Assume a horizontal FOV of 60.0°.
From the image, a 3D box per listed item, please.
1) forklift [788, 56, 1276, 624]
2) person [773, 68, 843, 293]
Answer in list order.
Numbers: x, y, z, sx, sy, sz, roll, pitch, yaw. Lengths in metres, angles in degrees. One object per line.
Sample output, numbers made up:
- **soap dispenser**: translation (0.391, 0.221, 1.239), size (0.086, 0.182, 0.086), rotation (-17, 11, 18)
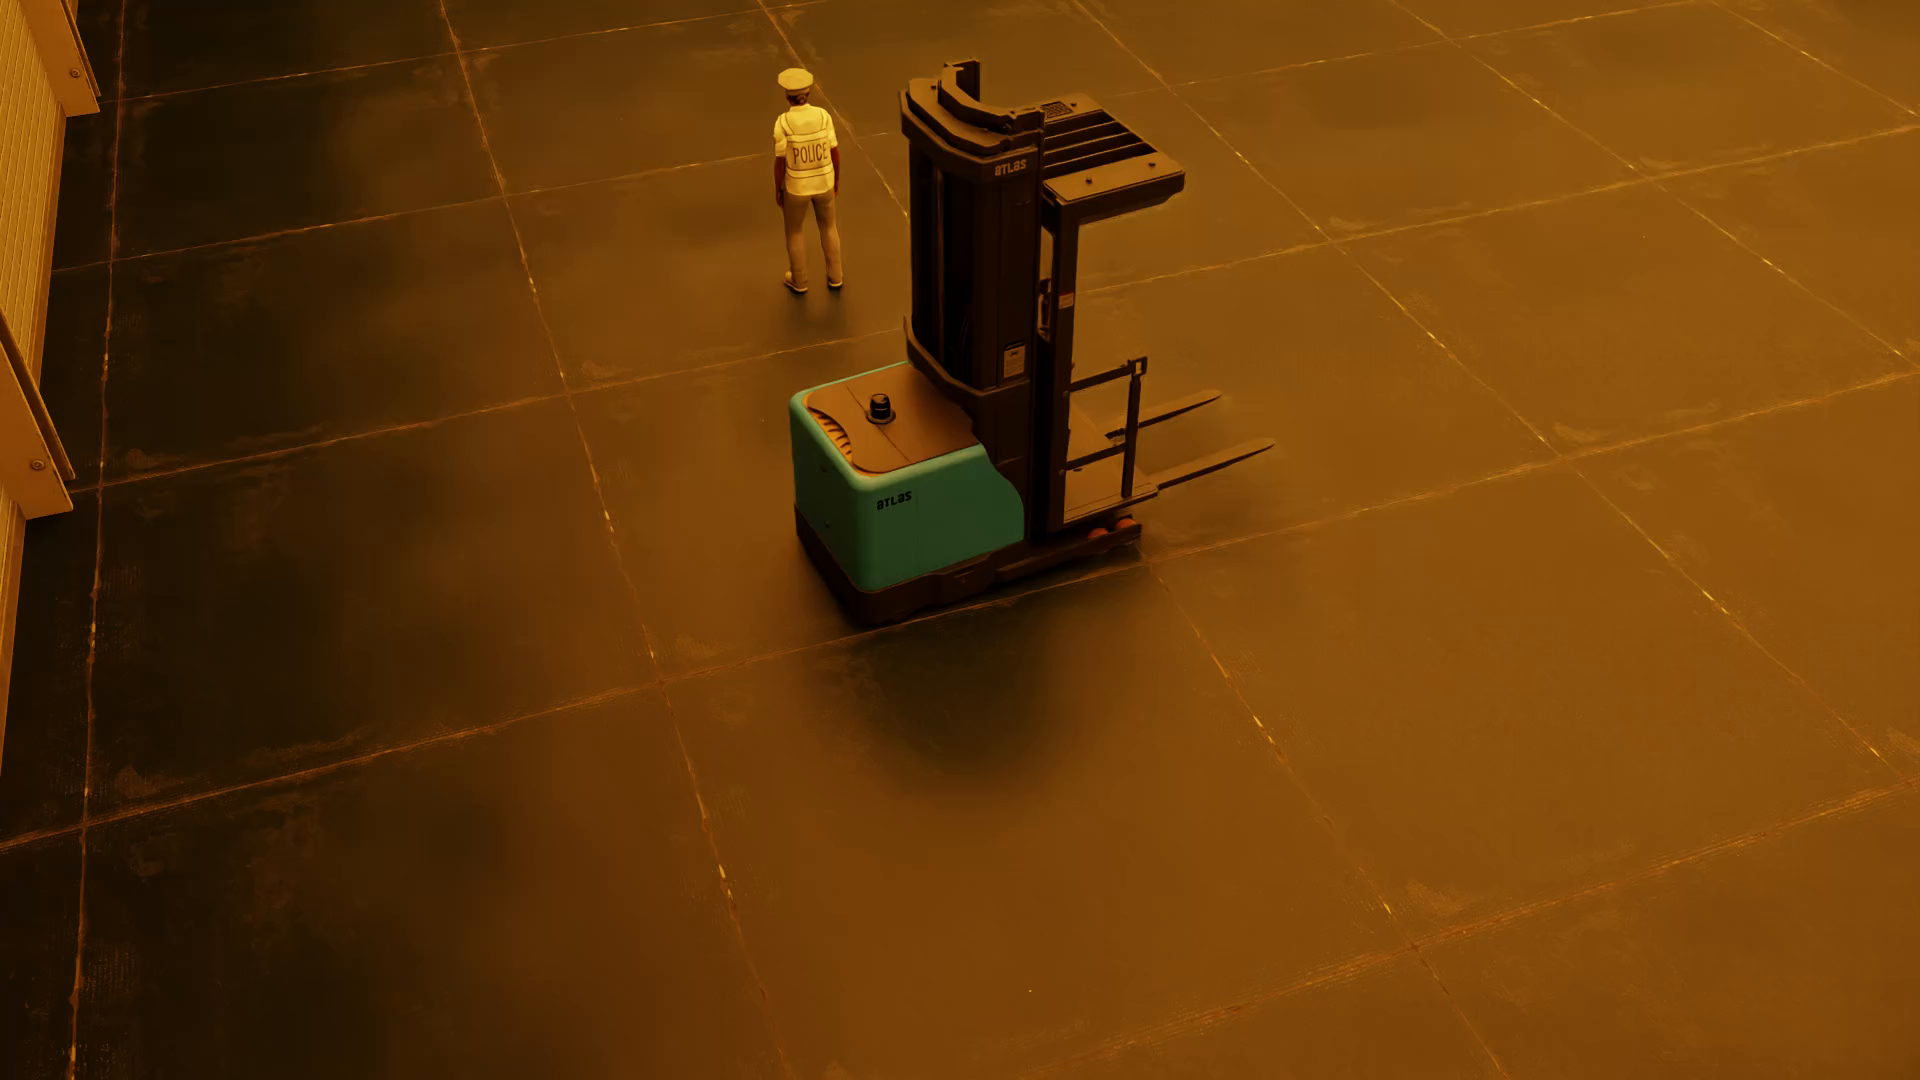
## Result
- **forklift**: translation (0.537, -1.312, 9.559), size (3.031, 2.935, 1.130), rotation (-19, 44, -21)
- **person**: translation (-1.107, -2.567, 12.050), size (0.496, 1.661, 0.388), rotation (-13, 42, -15)
